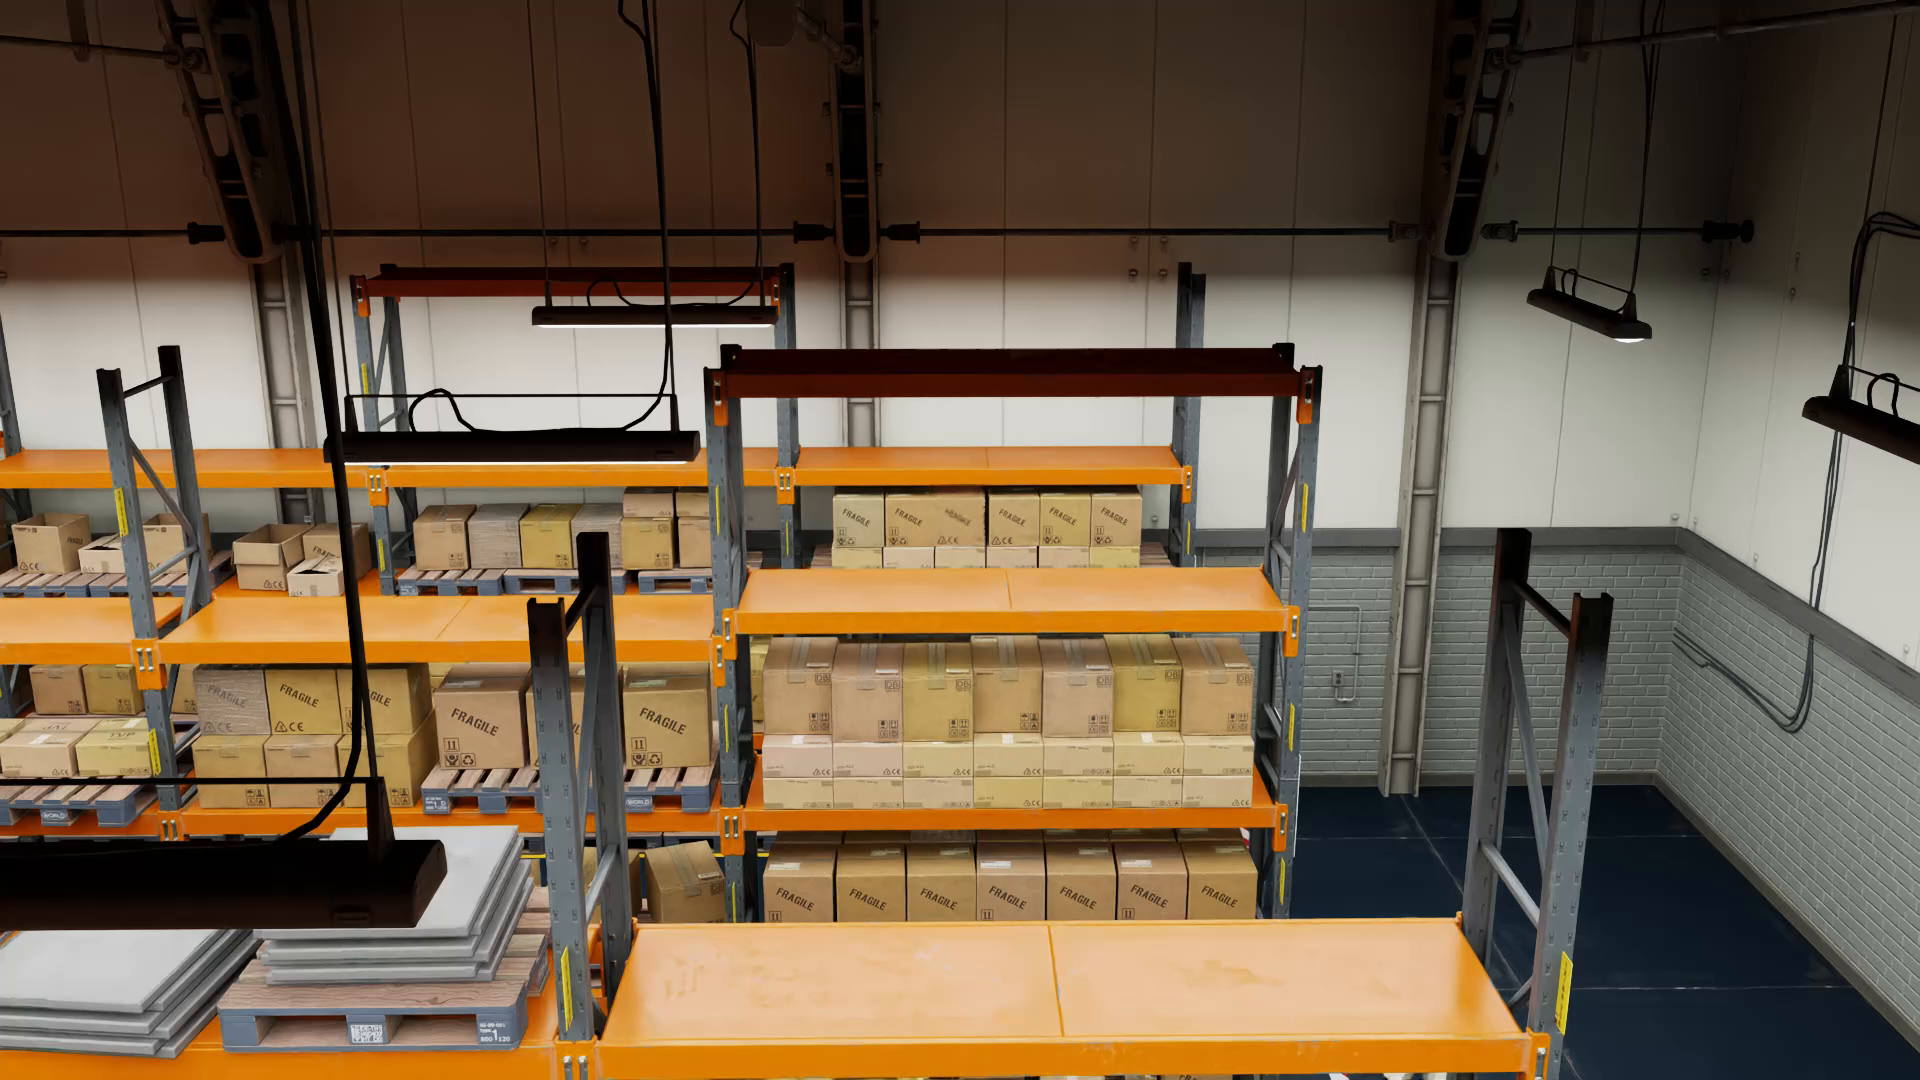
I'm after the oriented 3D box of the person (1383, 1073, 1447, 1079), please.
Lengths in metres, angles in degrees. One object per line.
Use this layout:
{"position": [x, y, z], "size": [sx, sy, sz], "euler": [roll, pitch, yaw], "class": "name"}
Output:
{"position": [3.453, 3.768, 12.417], "size": [0.644, 1.766, 0.771], "euler": [3, 17, 12], "class": "person"}
